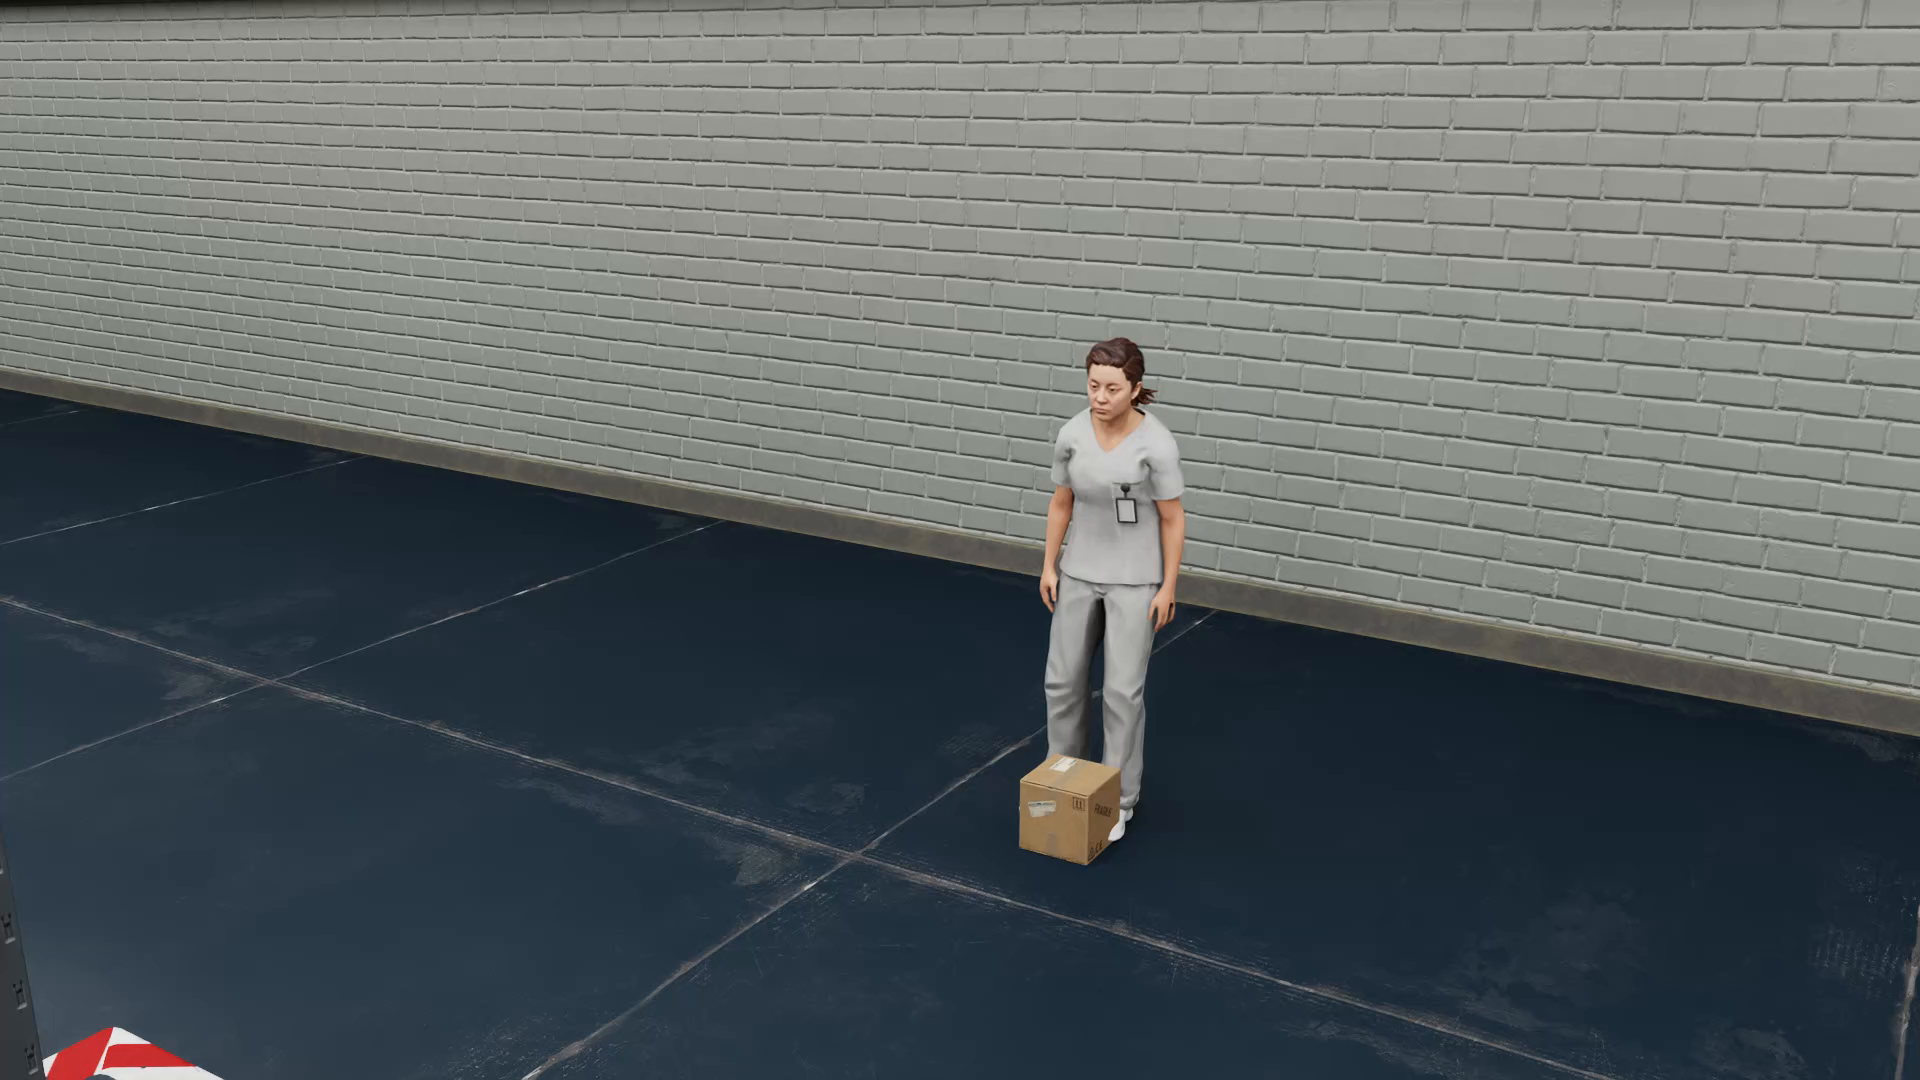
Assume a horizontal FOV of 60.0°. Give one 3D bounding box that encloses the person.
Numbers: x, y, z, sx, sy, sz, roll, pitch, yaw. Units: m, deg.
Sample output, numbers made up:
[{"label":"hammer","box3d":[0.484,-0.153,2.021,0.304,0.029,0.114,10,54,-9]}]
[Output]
[{"label":"person","box3d":[0.476,0.155,5.509,0.502,1.671,0.416,9,18,27]}]
